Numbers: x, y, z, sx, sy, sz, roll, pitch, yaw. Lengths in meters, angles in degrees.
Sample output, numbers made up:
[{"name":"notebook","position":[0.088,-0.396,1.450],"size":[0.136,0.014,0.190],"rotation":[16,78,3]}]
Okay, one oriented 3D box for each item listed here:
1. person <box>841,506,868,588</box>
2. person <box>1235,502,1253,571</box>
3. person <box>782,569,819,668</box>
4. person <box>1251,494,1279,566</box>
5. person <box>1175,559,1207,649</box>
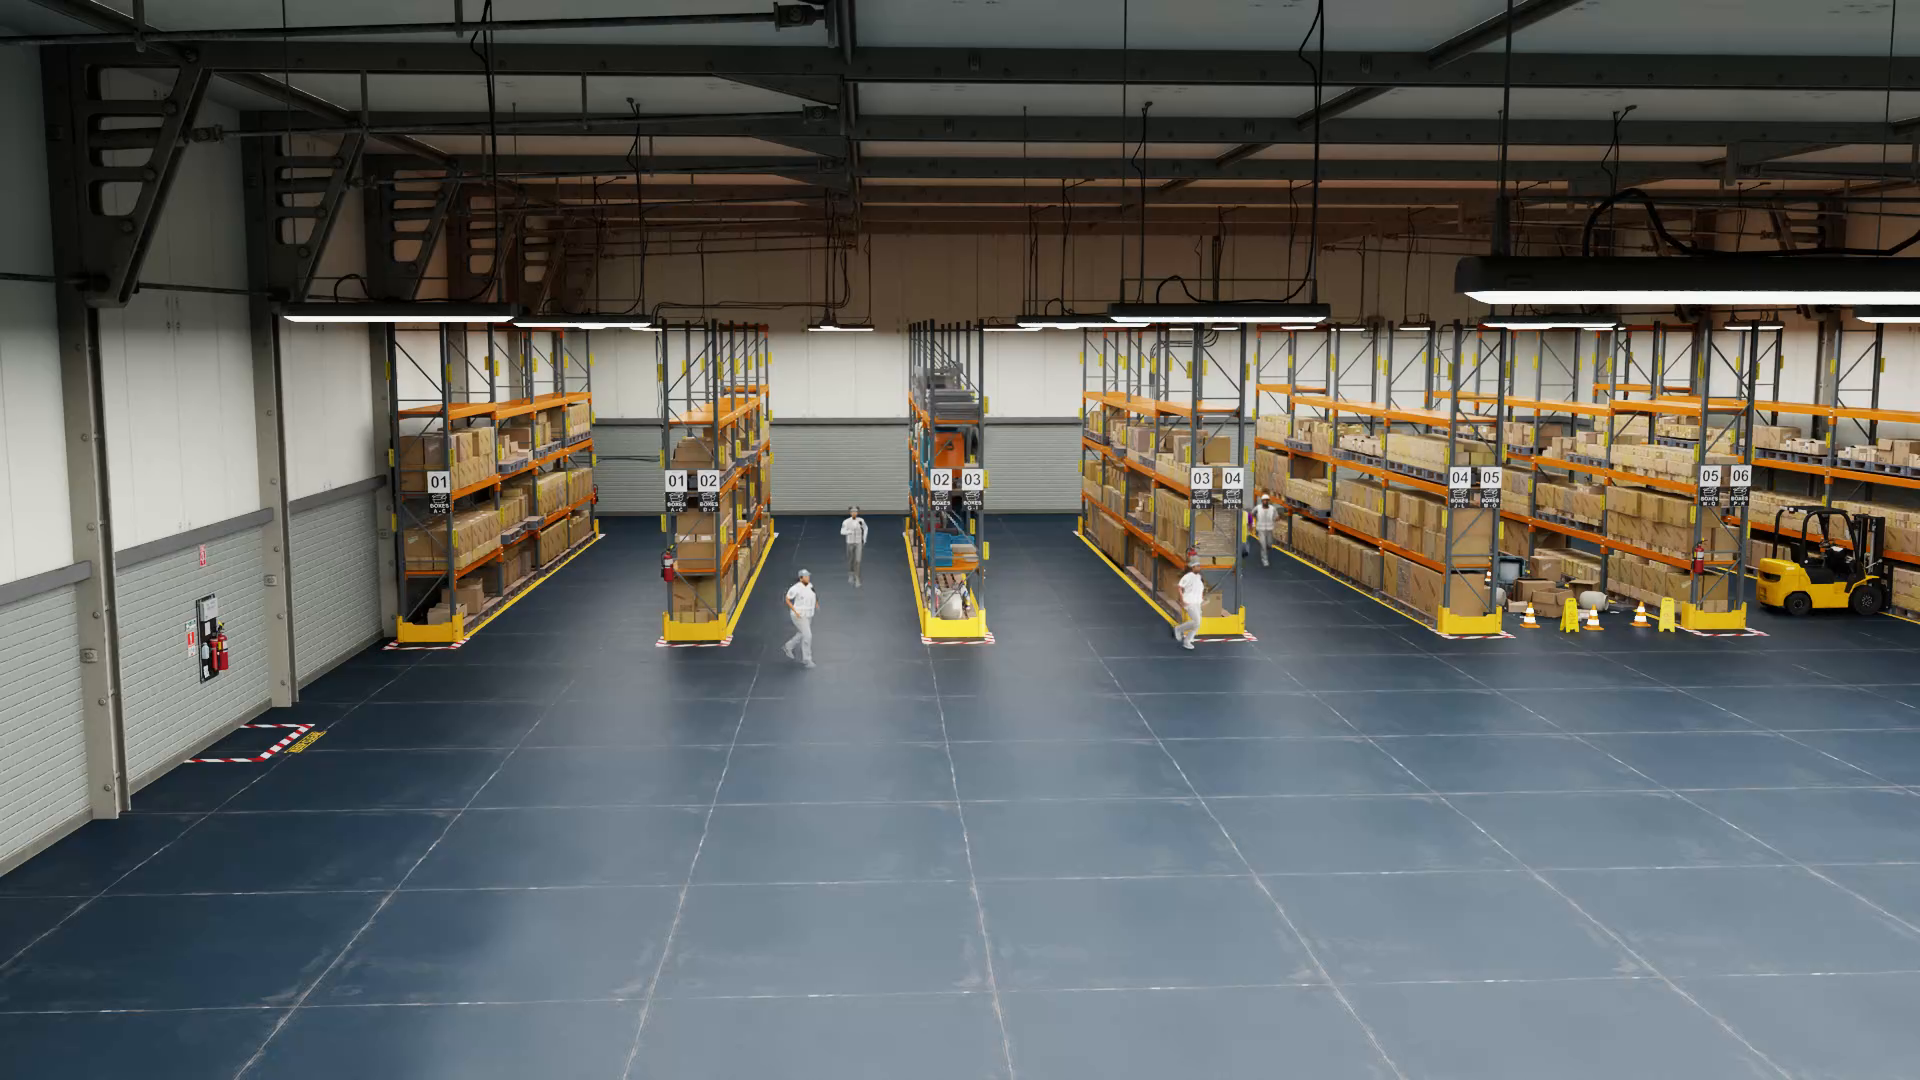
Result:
[{"name":"person","position":[-2.289,0.127,36.125],"size":[0.599,1.763,0.707],"rotation":[-1,7,-7]},{"name":"person","position":[6.767,-0.103,40.283],"size":[0.707,1.717,0.619],"rotation":[-1,7,-5]},{"name":"person","position":[-2.774,1.346,28.908],"size":[0.785,1.705,0.594],"rotation":[4,8,30]},{"name":"person","position":[7.553,-0.254,41.196],"size":[0.691,1.764,0.918],"rotation":[0,7,-2]},{"name":"person","position":[4.292,1.154,30.526],"size":[0.612,1.622,0.518],"rotation":[-7,10,-45]}]
